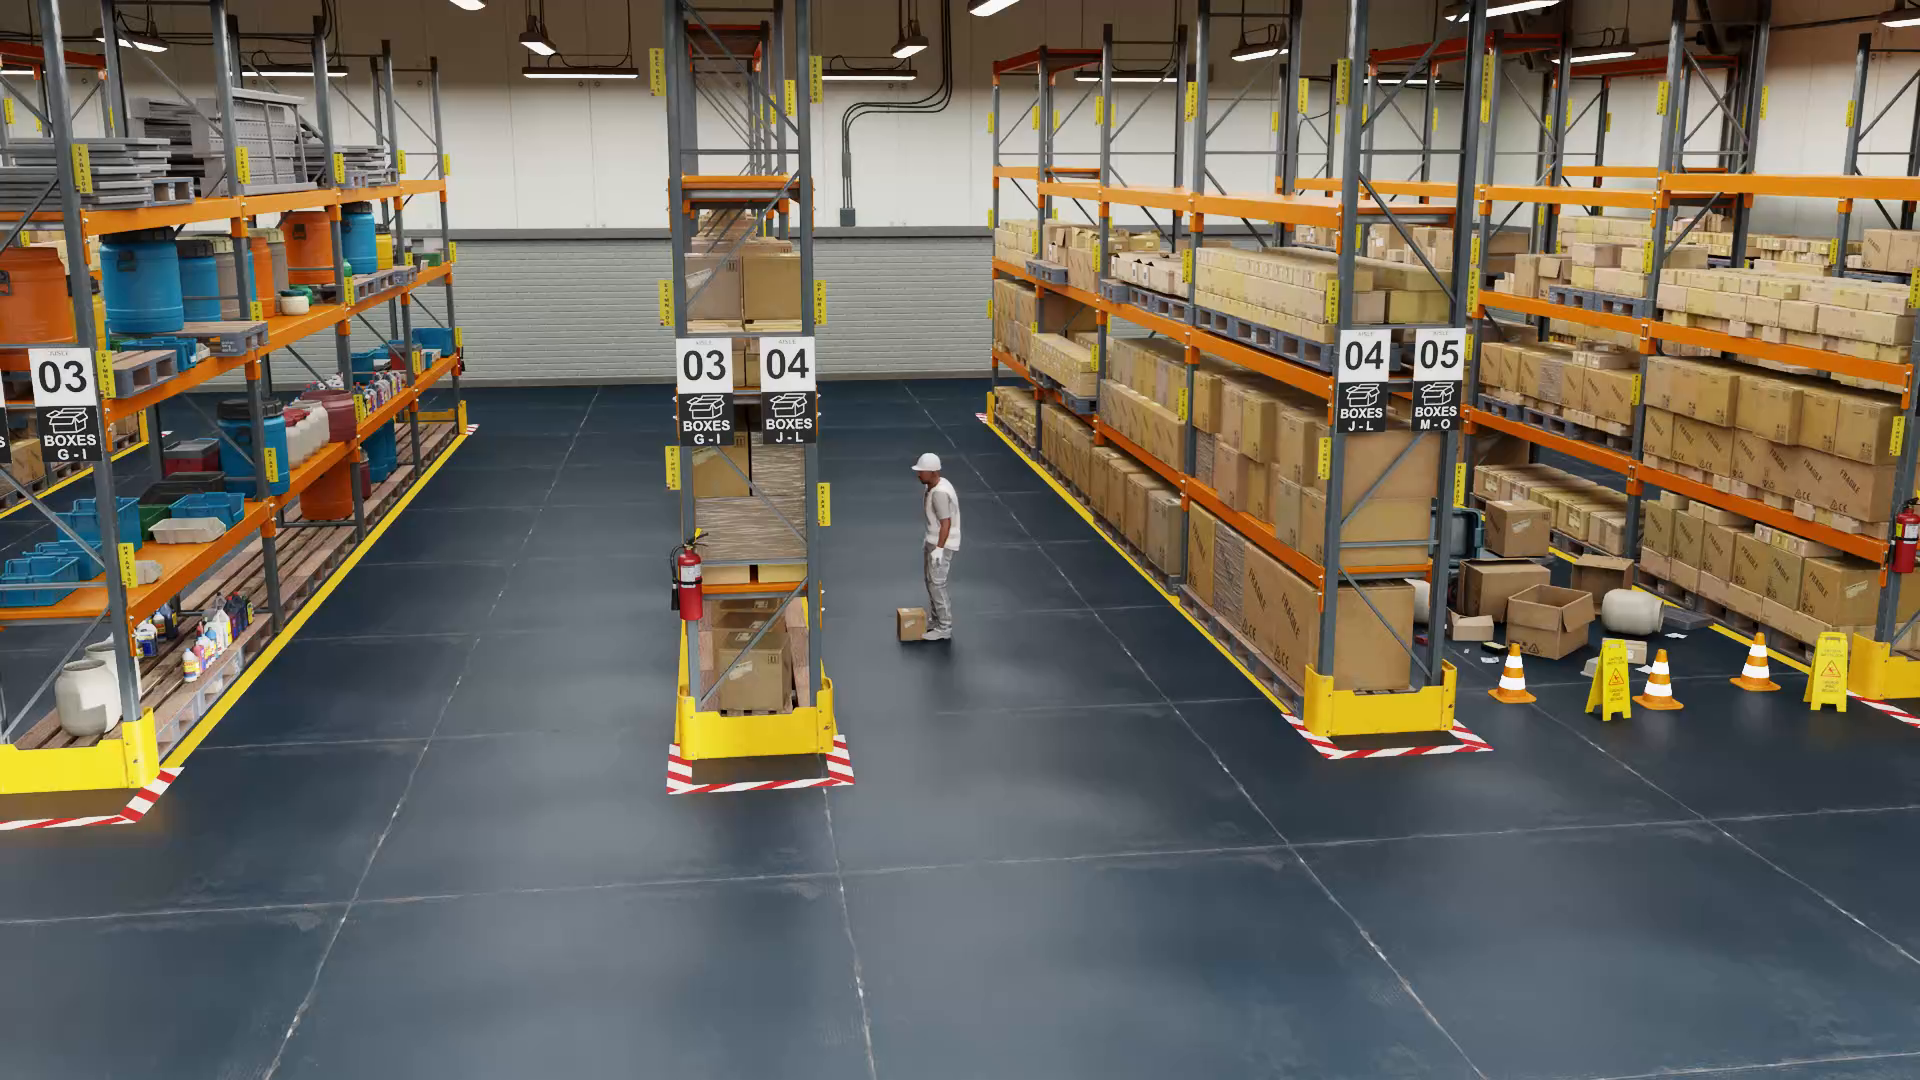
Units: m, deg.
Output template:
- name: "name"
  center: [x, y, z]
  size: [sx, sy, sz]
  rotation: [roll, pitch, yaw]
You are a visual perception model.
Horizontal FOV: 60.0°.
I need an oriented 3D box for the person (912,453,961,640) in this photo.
- name: "person"
  center: [-0.230, 0.049, 15.748]
  size: [0.449, 1.772, 0.614]
  rotation: [-2, 13, -9]
